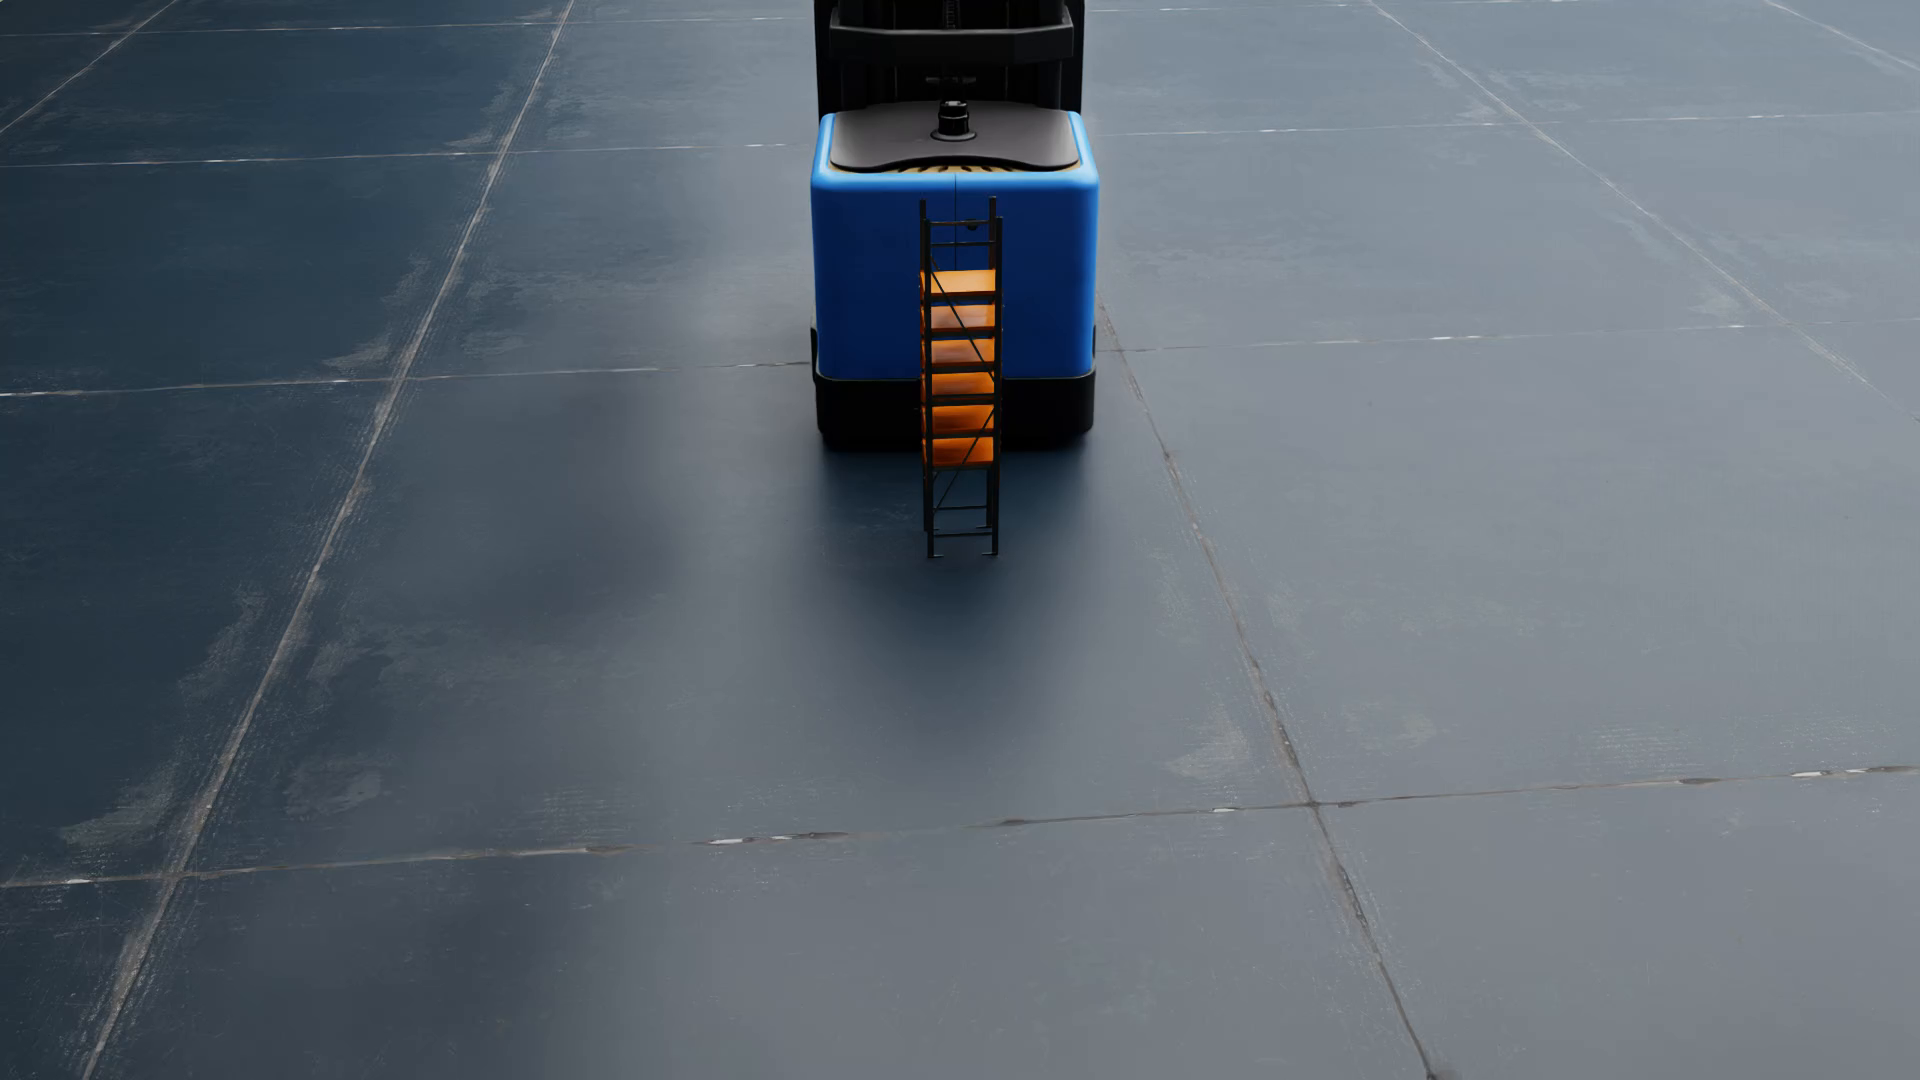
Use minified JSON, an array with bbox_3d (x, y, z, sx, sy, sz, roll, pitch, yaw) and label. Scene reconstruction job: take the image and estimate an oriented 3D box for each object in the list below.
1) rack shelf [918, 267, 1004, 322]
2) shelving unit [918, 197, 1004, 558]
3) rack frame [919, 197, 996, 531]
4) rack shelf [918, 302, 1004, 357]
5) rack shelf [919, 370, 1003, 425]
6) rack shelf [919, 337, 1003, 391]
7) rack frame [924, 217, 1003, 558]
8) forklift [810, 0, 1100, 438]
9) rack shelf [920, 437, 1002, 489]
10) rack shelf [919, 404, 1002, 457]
[{"bbox_3d":[0.001,-0.779,5.268,0.258,0.103,0.180,-3,31,-5],"label":"rack shelf"},{"bbox_3d":[0.001,-0.508,5.430,0.258,1.200,0.189,-3,31,-5],"label":"shelving unit"},{"bbox_3d":[-0.007,-0.554,5.508,0.240,1.200,0.006,-3,31,-5],"label":"rack frame"},{"bbox_3d":[0.001,-0.676,5.330,0.258,0.103,0.180,-3,31,-5],"label":"rack shelf"},{"bbox_3d":[0.001,-0.470,5.453,0.258,0.103,0.180,-3,31,-5],"label":"rack shelf"},{"bbox_3d":[0.001,-0.573,5.391,0.258,0.103,0.180,-3,31,-5],"label":"rack shelf"},{"bbox_3d":[0.010,-0.461,5.352,0.240,1.200,0.006,-3,31,-5],"label":"rack frame"},{"bbox_3d":[-0.049,-2.359,6.841,1.130,2.935,3.031,-1,31,-1],"label":"forklift"},{"bbox_3d":[0.001,-0.264,5.576,0.258,0.103,0.180,-3,31,-5],"label":"rack shelf"},{"bbox_3d":[0.001,-0.367,5.514,0.258,0.103,0.180,-3,31,-5],"label":"rack shelf"}]
